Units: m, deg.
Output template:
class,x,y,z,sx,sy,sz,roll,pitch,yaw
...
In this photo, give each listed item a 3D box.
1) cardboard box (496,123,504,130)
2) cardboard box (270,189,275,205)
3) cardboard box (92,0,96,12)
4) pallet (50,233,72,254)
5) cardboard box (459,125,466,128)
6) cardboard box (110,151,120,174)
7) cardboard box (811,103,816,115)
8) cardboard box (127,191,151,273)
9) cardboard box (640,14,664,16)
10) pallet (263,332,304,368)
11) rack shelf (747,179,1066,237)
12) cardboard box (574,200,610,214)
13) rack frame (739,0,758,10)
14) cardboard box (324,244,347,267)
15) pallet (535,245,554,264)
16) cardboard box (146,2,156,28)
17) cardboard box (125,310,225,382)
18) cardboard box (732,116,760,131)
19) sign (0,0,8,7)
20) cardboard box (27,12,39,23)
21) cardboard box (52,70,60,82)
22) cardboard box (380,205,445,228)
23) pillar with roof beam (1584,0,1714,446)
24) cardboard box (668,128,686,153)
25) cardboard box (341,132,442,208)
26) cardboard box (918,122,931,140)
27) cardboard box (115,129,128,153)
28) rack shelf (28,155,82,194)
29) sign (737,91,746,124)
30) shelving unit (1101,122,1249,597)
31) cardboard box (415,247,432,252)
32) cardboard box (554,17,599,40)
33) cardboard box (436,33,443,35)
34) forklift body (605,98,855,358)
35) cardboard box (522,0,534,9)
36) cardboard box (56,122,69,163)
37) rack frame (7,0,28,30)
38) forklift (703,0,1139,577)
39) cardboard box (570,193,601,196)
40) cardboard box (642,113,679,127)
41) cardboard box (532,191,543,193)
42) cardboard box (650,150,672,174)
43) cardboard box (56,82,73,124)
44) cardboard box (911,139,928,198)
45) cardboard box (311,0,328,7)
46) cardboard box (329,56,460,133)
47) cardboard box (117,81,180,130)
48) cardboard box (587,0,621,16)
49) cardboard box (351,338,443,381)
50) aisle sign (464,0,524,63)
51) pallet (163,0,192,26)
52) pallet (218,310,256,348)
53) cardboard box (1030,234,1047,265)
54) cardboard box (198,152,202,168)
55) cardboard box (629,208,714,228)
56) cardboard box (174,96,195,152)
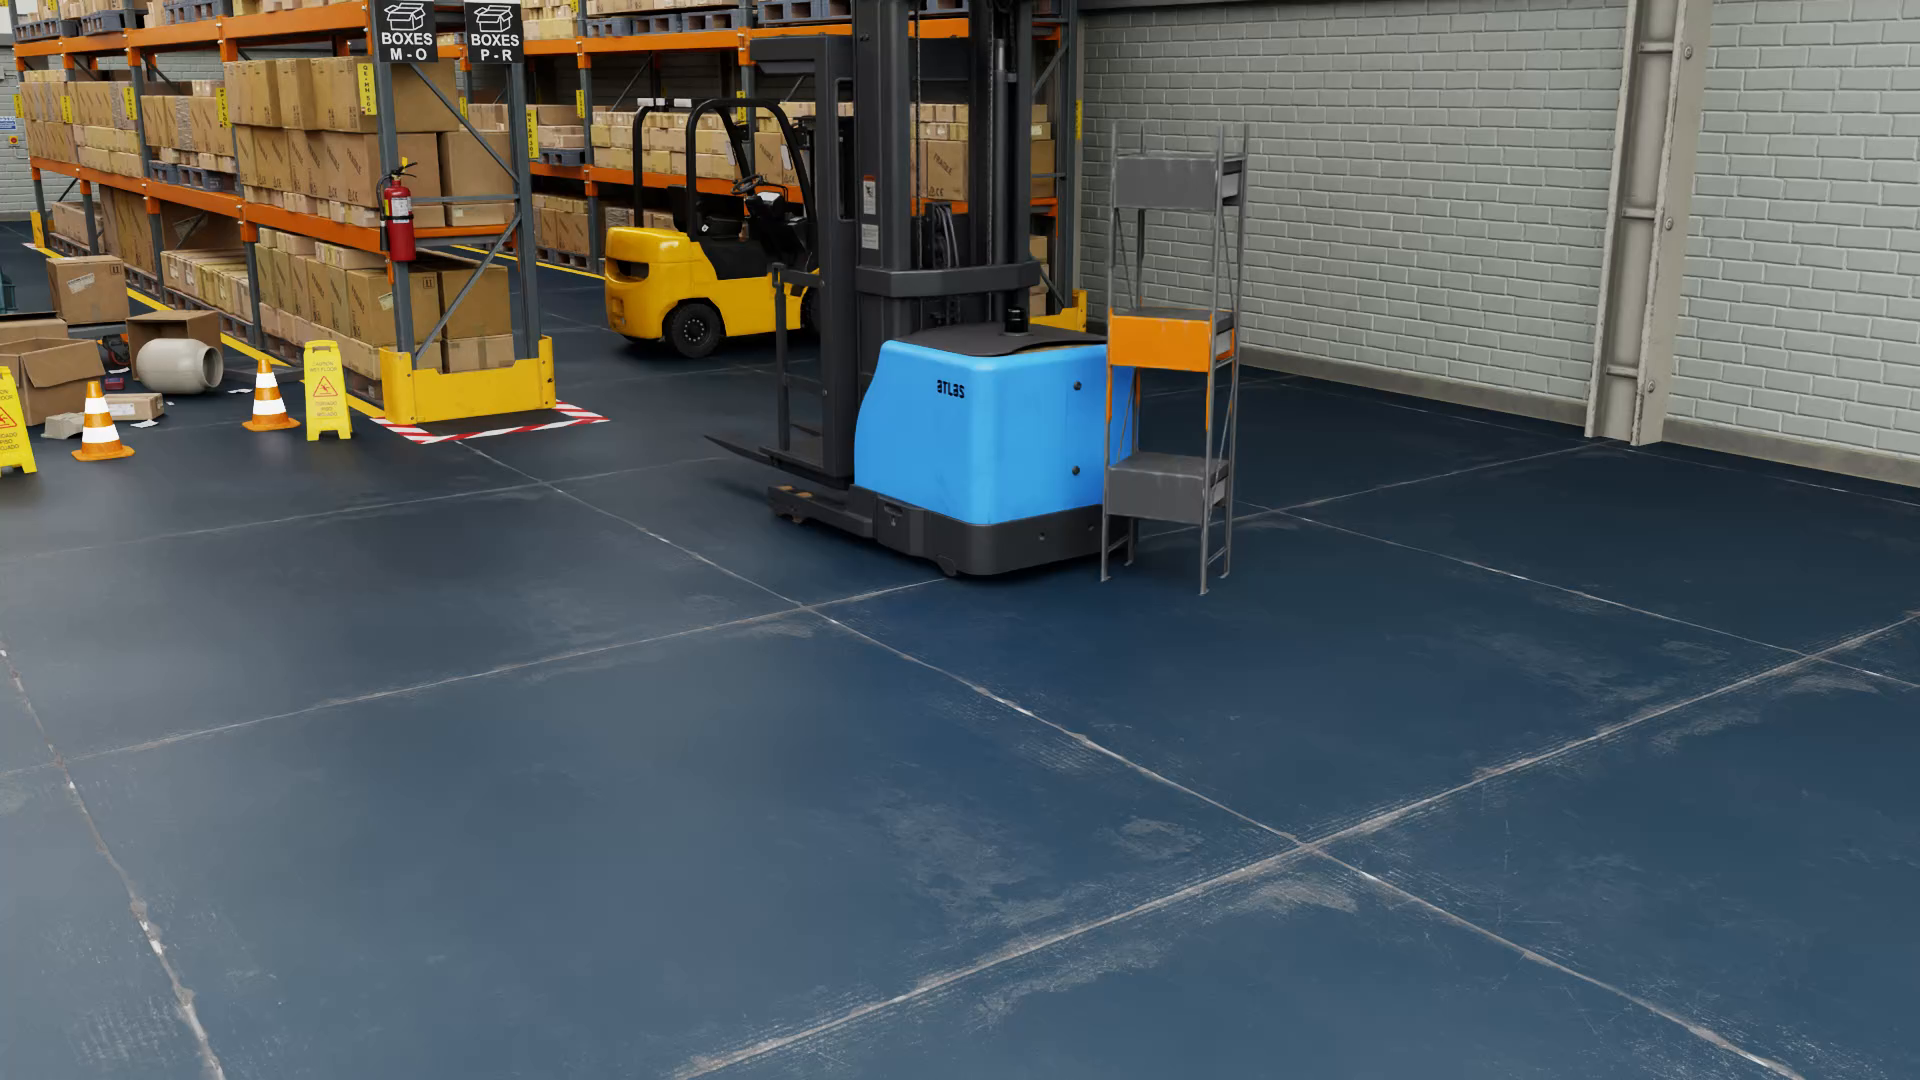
class,x,y,z,sx,sy,sz,roll,pitch,yaw
cardboard box,-5.986,-5.460,22.304,0.396,0.266,0.258,-10,18,-32
cardboard box,-5.504,-2.863,13.831,0.380,0.149,0.250,-11,19,-35
cardboard box,-9.246,-5.878,18.147,0.396,0.266,0.258,-11,19,-36
pallet,-12.324,-4.258,23.734,1.003,0.211,1.213,-11,19,-35
cardboard box,-6.989,-5.821,23.882,0.500,0.250,0.500,-10,18,-33
cardboard box,-9.257,-4.266,18.763,0.500,0.250,0.500,-11,19,-35
cardboard box,-1.214,-4.144,16.053,0.380,0.149,0.250,-11,19,-35
cardboard box,-9.013,-3.583,19.214,0.875,0.875,0.875,-11,19,-34
cardboard box,-3.507,-6.335,19.657,0.500,0.250,0.500,-11,19,-35
pallet,-5.378,-1.716,14.448,1.003,0.211,1.213,-11,19,-35
rack shelf,-0.613,-3.197,15.936,1.077,0.370,4.000,-11,19,-35
cardboard box,-4.636,-4.201,20.953,0.380,0.149,0.250,-12,19,-37
rack frame,-1.789,-6.864,16.609,1.000,3.000,0.127,-11,19,-35
cardboard box,-4.547,-2.149,12.509,0.380,0.149,0.250,-10,18,-34
pallet,-5.262,-3.905,22.445,1.003,0.211,1.213,-11,19,-35
cardboard box,-7.956,-5.287,16.785,0.396,0.266,0.258,-11,19,-35
cardboard box,-6.272,-1.555,13.305,0.500,0.500,0.500,1,15,4
cardboard box,-2.169,-4.370,17.443,0.380,0.149,0.250,-10,18,-33
sign,-13.310,-7.584,23.114,0.100,0.325,0.005,-11,19,-35
cardboard box,-12.403,-7.070,22.535,0.380,0.149,0.250,-10,18,-33
cardboard box,-11.489,-5.994,21.483,0.380,0.149,0.250,-11,19,-35
cardboard box,-3.843,-2.271,11.666,0.380,0.149,0.250,-10,18,-33
pillar with roof beam,0.928,-4.349,7.420,9.100,9.000,0.400,-11,19,-35
cardboard box,-2.888,-4.423,18.393,0.500,0.250,0.500,-10,18,-33
cardboard box,-3.992,-2.610,11.677,0.500,0.500,0.500,-11,19,-36
cardboard box,-0.145,-3.623,14.713,0.380,0.149,0.250,-10,18,-34
cardboard box,-8.948,-4.395,18.290,0.500,0.250,0.500,-11,19,-36
rack shelf,-11.681,-4.988,22.480,1.077,0.370,4.000,-11,19,-35
sign,-2.222,-4.405,16.944,0.100,0.325,0.005,-11,19,-35
shelving unit,0.977,-0.828,7.625,0.503,2.100,0.431,7,17,25
cardboard box,-4.635,-2.136,13.689,0.500,0.500,0.500,-10,18,-32
cardboard box,-4.639,-6.271,20.409,0.500,0.250,0.500,-12,19,-36
cardboard box,-7.293,-7.370,23.861,0.500,0.250,0.500,-12,19,-36
forklift body,-2.027,-2.829,14.838,2.313,2.155,1.214,-11,19,-35
cardboard box,-5.345,-6.840,21.167,0.380,0.149,0.250,-11,19,-34
cardboard box,-11.292,-5.124,21.427,0.500,0.500,0.500,-11,19,-36
rack frame,-12.857,-8.655,23.154,1.000,3.000,0.127,-11,19,-35
forklift,-0.391,-1.572,8.769,1.130,2.935,3.031,-11,19,-35
cardboard box,-4.999,-4.562,22.273,0.380,0.149,0.250,-11,19,-34
cardboard box,-3.424,-4.798,19.007,0.380,0.149,0.250,-10,18,-33
cardboard box,-5.822,-4.655,22.613,0.380,0.149,0.250,-11,19,-35
cardboard box,-3.174,-4.292,18.858,0.500,0.250,0.500,-10,18,-33
cardboard box,-11.006,-5.496,20.891,0.500,0.500,0.500,-11,19,-35
cardboard box,-0.236,-3.341,14.913,0.500,0.500,0.500,-10,18,-33
cardboard box,-4.467,-3.924,12.025,0.380,0.149,0.250,-11,19,-35
cardboard box,-3.927,-3.094,11.553,0.700,0.500,0.500,-11,19,-36
cardboard box,-8.669,-4.654,17.814,0.500,0.500,0.500,-11,19,-36
cardboard box,-4.181,-6.288,19.644,0.380,0.166,0.250,-11,19,-35
cardboard box,-4.157,-1.358,12.267,0.500,0.250,0.500,-11,19,-35
aisle sign,-3.162,-3.634,11.247,0.394,0.787,0.004,-11,19,-35
pallet,-6.691,-4.925,15.562,1.213,0.211,1.003,-11,19,-35
pallet,-6.260,-2.020,15.558,1.003,0.211,1.213,-11,19,-35
cardboard box,0.434,-2.607,14.938,0.500,0.250,0.500,-11,19,-35
cardboard box,-6.916,-3.568,15.610,0.380,0.149,0.250,-11,19,-35
cardboard box,-3.394,-3.608,19.780,0.875,0.625,0.625,-10,18,-33
cardboard box,-7.159,-3.985,15.906,0.500,0.500,0.500,-12,19,-37
